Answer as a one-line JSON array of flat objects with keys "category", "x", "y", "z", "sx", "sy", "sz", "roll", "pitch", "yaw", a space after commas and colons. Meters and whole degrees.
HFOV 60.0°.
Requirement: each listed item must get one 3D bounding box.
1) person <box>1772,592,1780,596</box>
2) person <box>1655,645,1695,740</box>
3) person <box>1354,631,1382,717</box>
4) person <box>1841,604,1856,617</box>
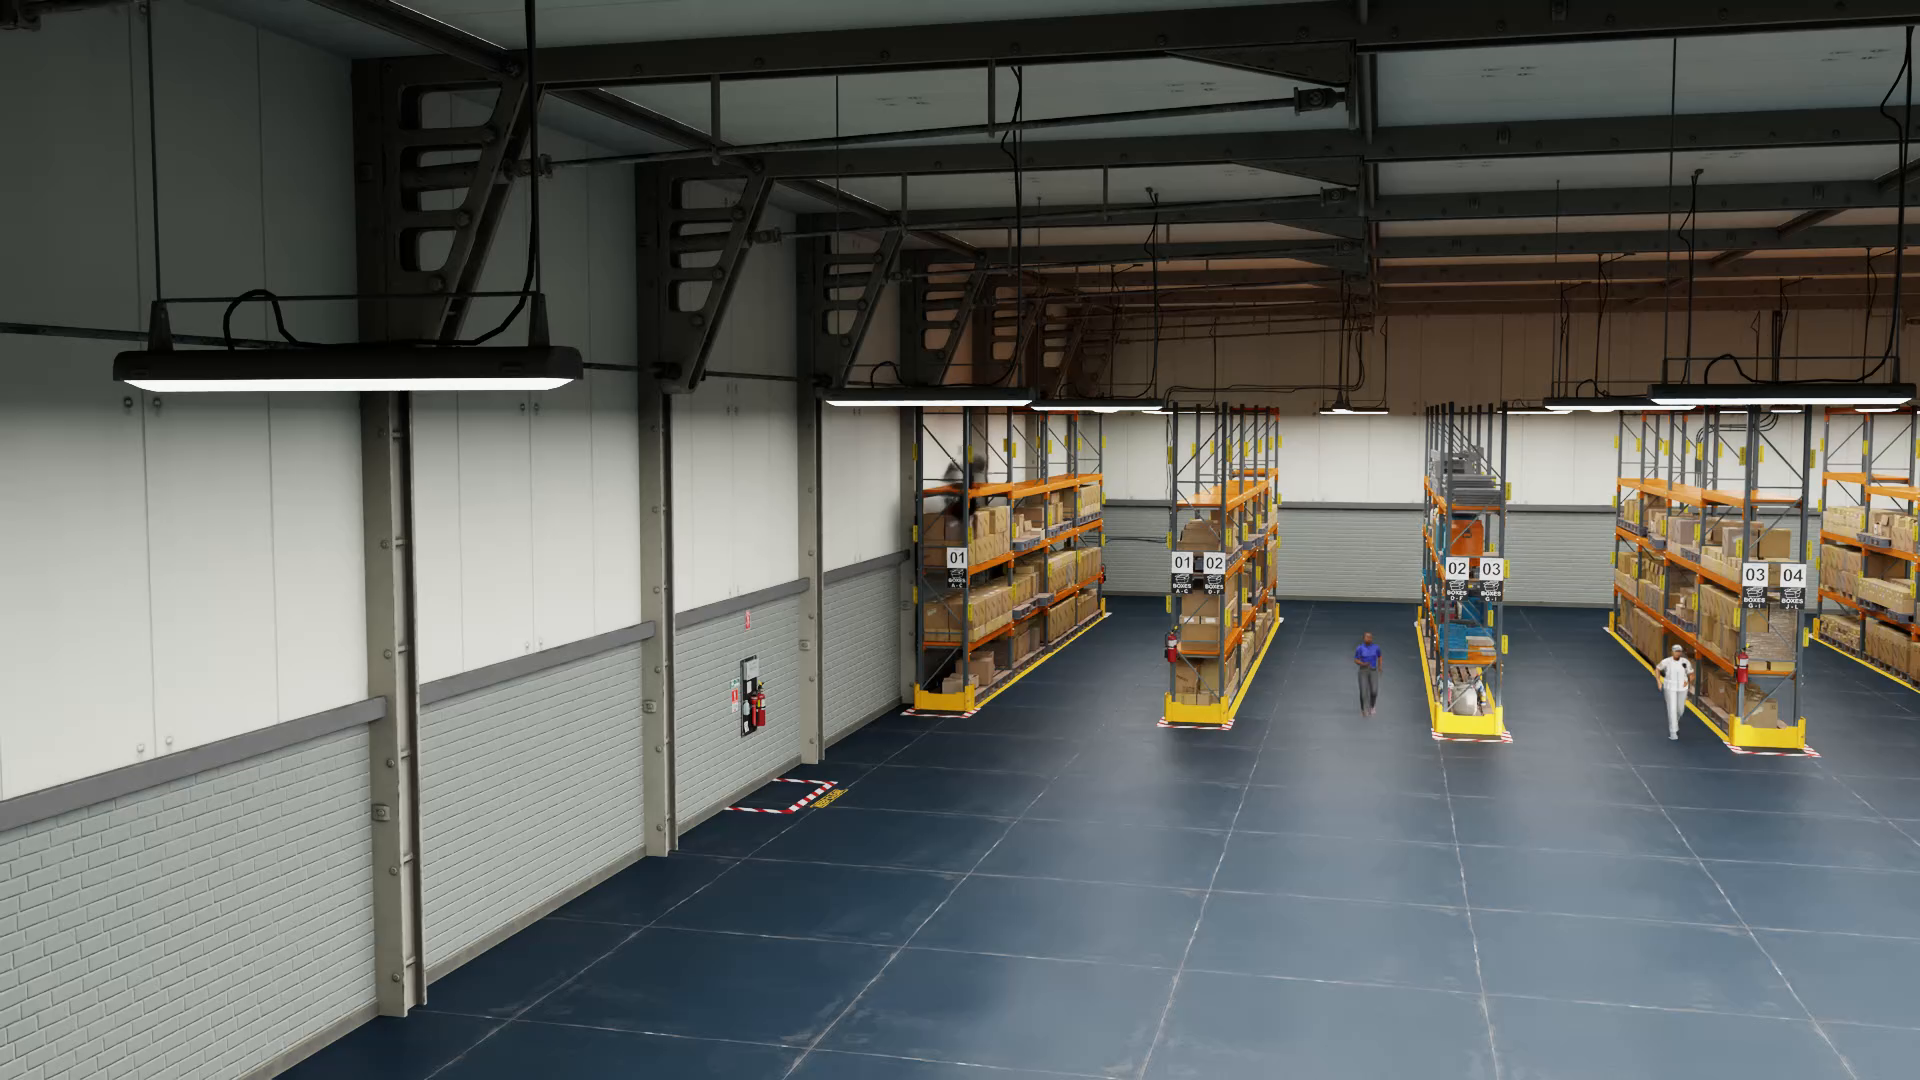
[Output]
[{"category": "person", "x": 20.843, "y": 1.742, "z": 42.806, "sx": 0.605, "sy": 1.645, "sz": 0.906, "roll": 3, "pitch": 5, "yaw": 37}, {"category": "person", "x": 12.834, "y": 2.698, "z": 29.843, "sx": 0.643, "sy": 1.660, "sz": 0.898, "roll": 1, "pitch": 4, "yaw": 11}, {"category": "person", "x": 7.787, "y": 2.559, "z": 31.660, "sx": 0.549, "sy": 1.628, "sz": 0.640, "roll": 1, "pitch": 4, "yaw": 7}, {"category": "person", "x": 23.797, "y": 1.594, "z": 44.120, "sx": 0.735, "sy": 1.847, "sz": 0.681, "roll": 1, "pitch": 4, "yaw": 10}]
